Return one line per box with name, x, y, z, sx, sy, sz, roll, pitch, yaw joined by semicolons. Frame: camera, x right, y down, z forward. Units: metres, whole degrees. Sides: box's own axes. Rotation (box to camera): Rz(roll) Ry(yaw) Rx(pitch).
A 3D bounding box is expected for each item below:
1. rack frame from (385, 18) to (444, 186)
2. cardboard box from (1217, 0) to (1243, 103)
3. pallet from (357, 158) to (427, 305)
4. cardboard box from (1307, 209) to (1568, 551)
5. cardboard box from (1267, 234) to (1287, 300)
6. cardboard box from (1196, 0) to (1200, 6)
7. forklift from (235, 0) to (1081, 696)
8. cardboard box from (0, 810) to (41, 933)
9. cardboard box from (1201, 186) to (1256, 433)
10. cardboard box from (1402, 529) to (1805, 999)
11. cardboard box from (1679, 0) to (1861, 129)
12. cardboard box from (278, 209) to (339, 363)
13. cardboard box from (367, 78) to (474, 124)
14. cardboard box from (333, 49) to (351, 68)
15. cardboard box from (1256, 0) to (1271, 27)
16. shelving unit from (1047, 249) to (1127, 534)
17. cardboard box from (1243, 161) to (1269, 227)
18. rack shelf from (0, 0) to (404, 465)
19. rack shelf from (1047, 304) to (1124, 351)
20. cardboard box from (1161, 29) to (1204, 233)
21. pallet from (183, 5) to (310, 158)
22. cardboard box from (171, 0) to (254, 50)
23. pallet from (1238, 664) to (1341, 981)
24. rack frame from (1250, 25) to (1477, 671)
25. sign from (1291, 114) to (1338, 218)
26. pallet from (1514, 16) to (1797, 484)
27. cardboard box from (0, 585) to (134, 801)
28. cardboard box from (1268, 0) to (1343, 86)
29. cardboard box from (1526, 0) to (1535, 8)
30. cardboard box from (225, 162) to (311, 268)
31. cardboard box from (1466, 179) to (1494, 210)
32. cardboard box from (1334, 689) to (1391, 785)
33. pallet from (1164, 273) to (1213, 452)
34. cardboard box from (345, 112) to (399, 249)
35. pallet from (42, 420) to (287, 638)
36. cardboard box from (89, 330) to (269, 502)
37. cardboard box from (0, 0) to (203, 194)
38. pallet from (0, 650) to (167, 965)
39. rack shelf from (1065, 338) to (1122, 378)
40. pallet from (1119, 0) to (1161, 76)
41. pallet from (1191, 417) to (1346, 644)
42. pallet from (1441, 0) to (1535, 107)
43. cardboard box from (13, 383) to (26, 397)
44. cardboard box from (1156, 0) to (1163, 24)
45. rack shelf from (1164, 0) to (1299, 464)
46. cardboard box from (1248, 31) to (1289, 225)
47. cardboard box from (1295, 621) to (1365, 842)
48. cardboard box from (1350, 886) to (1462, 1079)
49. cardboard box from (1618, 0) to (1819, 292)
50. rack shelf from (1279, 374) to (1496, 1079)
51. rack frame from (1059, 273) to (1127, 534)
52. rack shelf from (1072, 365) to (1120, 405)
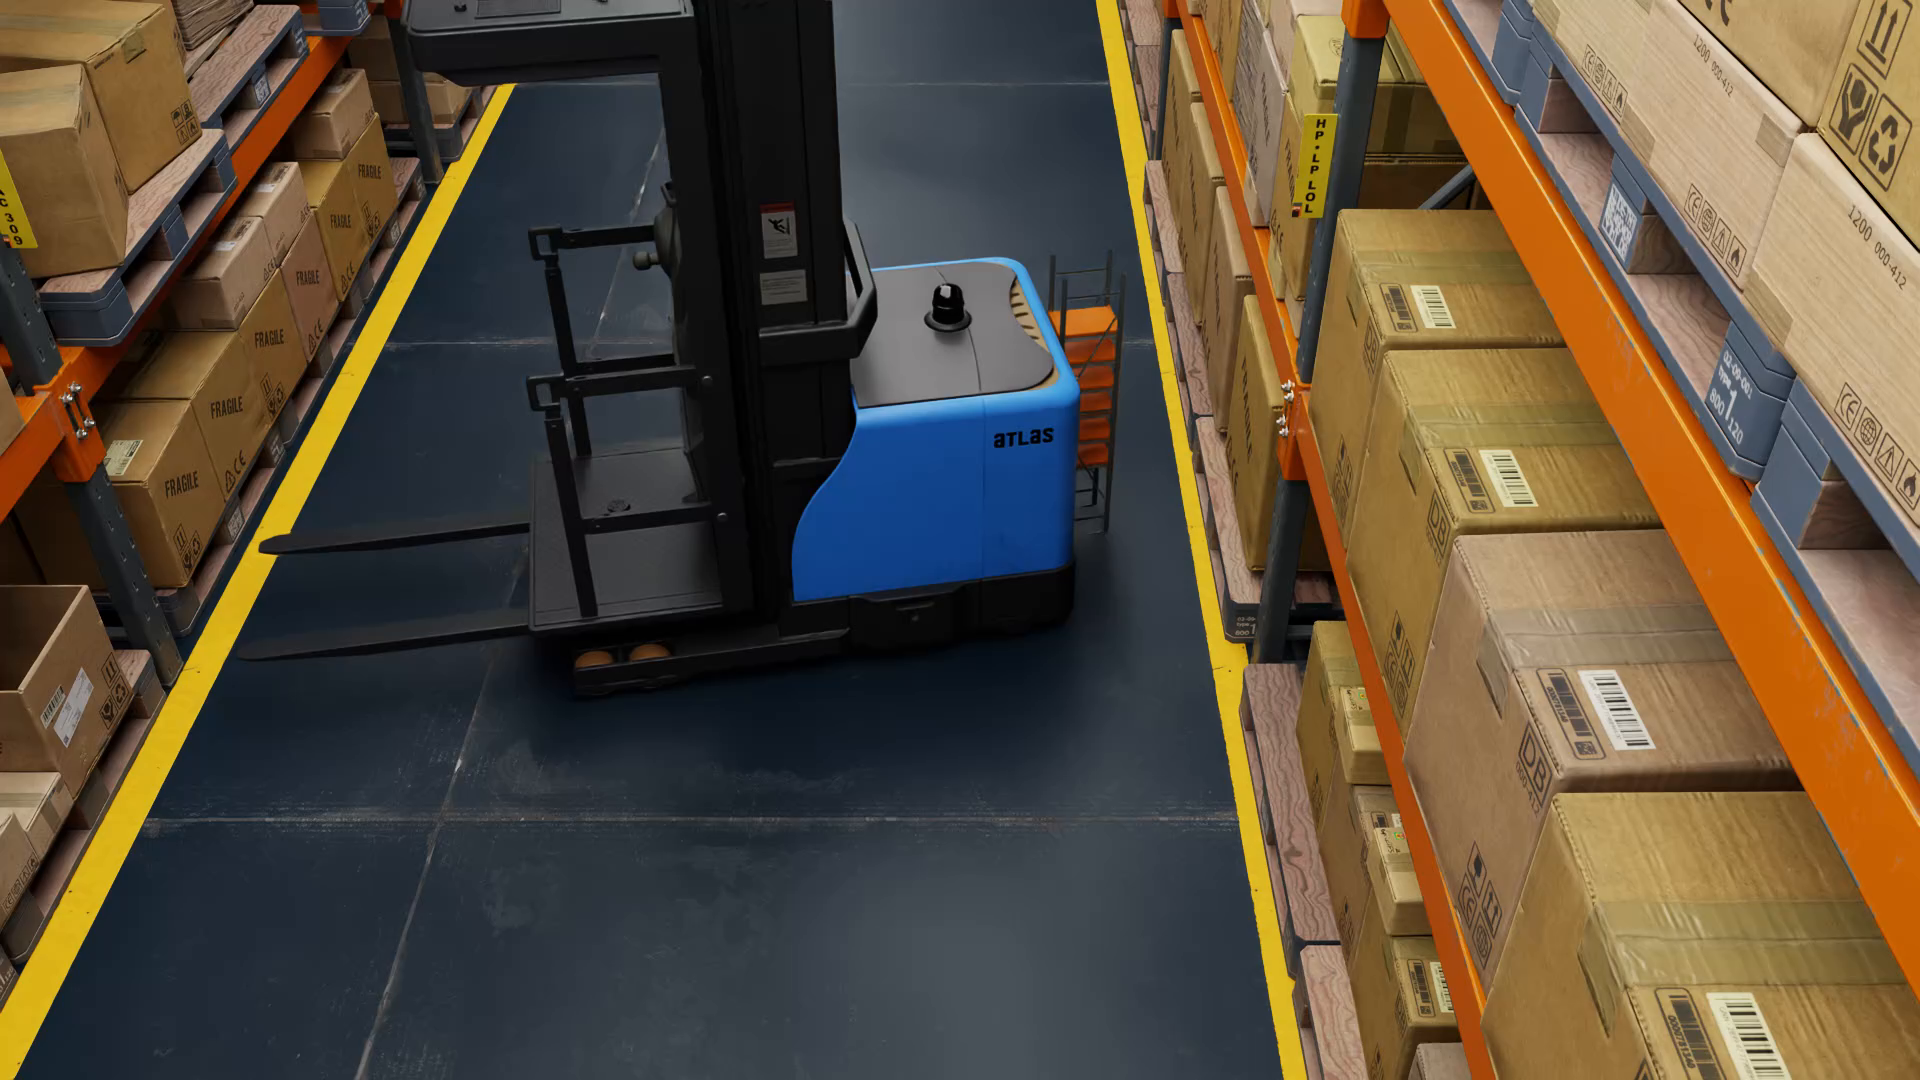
rack frame;-3.381;-3.168;8.305;1.000;3.000;0.127;0;39;0
cardboard box;1.317;-2.069;6.600;0.500;0.500;0.500;1;39;1
pallet;-3.418;-1.613;8.594;1.003;0.211;1.213;0;39;0
cardboard box;1.562;-0.450;4.673;0.980;0.700;0.700;1;39;1
cardboard box;1.270;-0.951;5.723;0.380;0.149;0.250;1;39;1
cardboard box;1.309;-2.705;7.393;0.500;0.500;0.500;1;39;1
forklift;-1.138;-0.938;5.577;3.031;2.935;1.130;-7;39;-9
cardboard box;-3.091;1.036;4.857;0.500;0.311;0.500;0;39;0
cardboard box;1.443;-0.960;6.932;0.750;0.750;0.750;1;39;1
cardboard box;1.568;0.461;3.536;0.980;0.700;0.700;-2;39;-2
cardboard box;1.310;-0.875;2.150;0.500;0.500;0.500;-2;39;-2
cardboard box;-3.138;-1.128;7.406;0.500;0.500;0.500;-1;39;-2
cardboard box;-3.087;-2.587;9.442;0.500;0.250;0.500;0;39;0
cardboard box;-3.627;-2.805;9.266;0.500;0.311;0.500;1;39;1
cardboard box;1.330;-2.059;5.987;0.500;0.250;0.500;1;39;1
shelving unit;0.469;-0.543;6.468;0.258;1.200;0.189;-7;39;-9
cardboard box;1.256;-1.279;6.132;0.380;0.149;0.250;0;39;0
rack shelf;-3.378;-1.637;6.969;1.077;0.370;4.000;0;39;0
rack shelf;0.469;-0.789;6.271;0.258;0.103;0.180;-7;39;-9
cardboard box;1.443;-2.039;8.279;0.750;0.750;0.750;-1;39;-1
pallet;-3.374;-1.877;6.847;1.003;0.211;1.213;0;39;0
cardboard box;-3.457;-2.405;6.937;0.700;0.500;0.500;7;39;8
pallet;1.500;0.891;5.469;1.003;0.211;1.213;0;39;0
rack frame;1.578;-0.673;5.191;1.000;3.000;0.127;0;39;0
sign;1.035;-1.087;4.845;0.100;0.325;0.005;0;39;0
pallet;1.567;-0.536;2.692;1.003;0.211;1.213;0;39;0
cardboard box;-3.092;0.493;5.383;0.500;0.500;0.500;0;39;0
cardboard box;1.330;-1.740;5.589;0.500;0.250;0.500;1;39;1
cardboard box;1.301;-1.236;3.200;0.500;0.250;0.500;-1;39;-1
cardboard box;-3.135;-1.397;7.142;0.500;0.250;0.500;-1;39;-1
cardboard box;1.829;-1.123;5.419;0.500;0.500;0.500;-1;39;-2
cardboard box;1.294;0.568;4.787;0.380;0.149;0.250;1;39;1
pallet;1.497;-0.832;7.619;1.003;0.211;1.213;0;39;0
cardboard box;-3.145;-1.780;8.219;0.500;0.500;0.500;1;39;2
pallet;-3.415;-0.087;6.690;1.003;0.211;1.213;0;39;0
cardboard box;-3.145;-0.499;6.621;0.500;0.500;0.500;0;39;1
cardboard box;-3.217;-1.596;5.927;0.700;0.500;0.500;6;39;7
pallet;-3.376;0.851;5.519;1.003;0.211;1.213;0;39;0
rack shelf;0.469;-0.696;6.346;0.258;0.103;0.180;-7;39;-9
pallet;1.575;-3.335;10.743;1.003;0.211;1.213;0;39;0
pallet;1.501;-0.067;6.665;1.003;0.211;1.213;0;39;0
pallet;1.568;-1.297;3.642;1.003;0.211;1.213;0;39;0
cardboard box;-3.655;-0.480;6.598;0.500;0.500;0.500;0;39;0
cardboard box;1.607;-3.453;10.308;0.700;0.500;0.500;0;39;0
rack shelf;1.575;-1.643;6.976;1.077;0.370;4.000;0;39;0
cardboard box;1.315;-1.443;5.818;0.500;0.500;0.500;0;39;0
cardboard box;1.476;0.607;5.257;0.700;0.500;0.500;0;39;1
cardboard box;1.472;1.242;4.465;0.700;0.500;0.500;1;39;1
cardboard box;1.309;-0.595;2.399;0.500;0.250;0.500;-1;39;-1
rack shelf;1.580;0.859;3.855;1.077;0.370;4.000;0;39;0
rack frame;0.487;-0.487;6.398;0.240;1.200;0.006;-7;39;-9
rack shelf;0.469;-0.602;6.421;0.258;0.103;0.180;-7;39;-9
